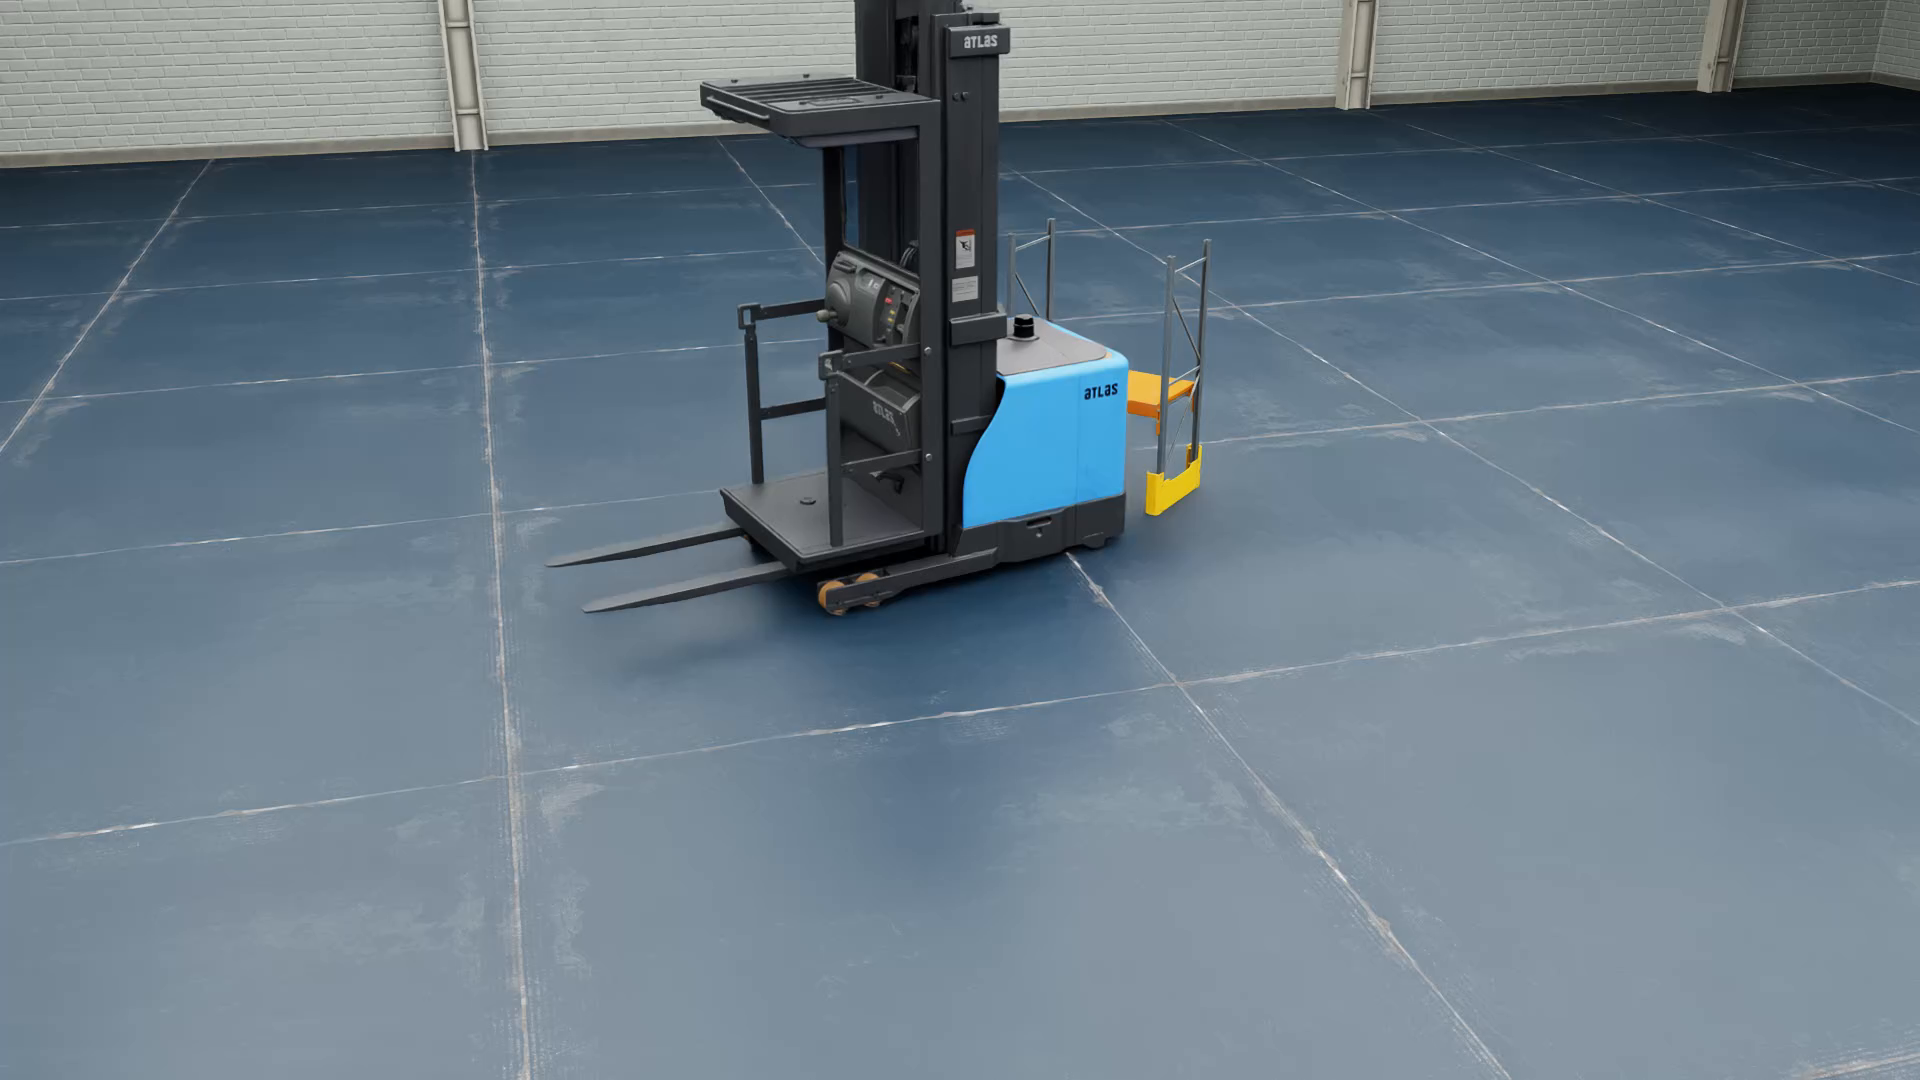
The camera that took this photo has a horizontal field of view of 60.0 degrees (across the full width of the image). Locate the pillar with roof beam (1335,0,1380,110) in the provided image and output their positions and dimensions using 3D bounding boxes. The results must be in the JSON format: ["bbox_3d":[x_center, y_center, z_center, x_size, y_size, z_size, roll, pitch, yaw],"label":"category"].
[{"bbox_3d":[6.698,-8.608,17.900,0.400,9.000,9.100,-6,24,-14],"label":"pillar with roof beam"}]

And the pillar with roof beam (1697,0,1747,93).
[{"bbox_3d":[12.475,-9.247,19.389,0.400,9.000,9.100,-6,24,-14],"label":"pillar with roof beam"}]

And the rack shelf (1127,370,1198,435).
[{"bbox_3d":[0.846,-0.872,9.837,1.000,0.185,0.538,14,27,30],"label":"rack shelf"}]

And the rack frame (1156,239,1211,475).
[{"bbox_3d":[1.273,-0.928,9.512,0.032,1.500,0.500,14,27,30],"label":"rack frame"}]

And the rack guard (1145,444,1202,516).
[{"bbox_3d":[1.257,-0.358,9.768,0.087,0.250,0.587,14,27,30],"label":"rack guard"}]

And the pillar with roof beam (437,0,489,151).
[{"bbox_3d":[-4.856,-7.330,14.921,0.400,9.000,9.100,-6,24,-14],"label":"pillar with roof beam"}]

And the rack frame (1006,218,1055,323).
[{"bbox_3d":[0.420,-1.146,10.020,0.032,1.500,0.500,14,27,30],"label":"rack frame"}]

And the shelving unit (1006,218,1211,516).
[{"bbox_3d":[0.839,-1.039,9.770,1.083,1.500,0.587,14,27,30],"label":"shelving unit"}]

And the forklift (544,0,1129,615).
[{"bbox_3d":[-0.626,-1.209,8.350,3.031,2.935,1.130,-13,26,-27],"label":"forklift"}]
